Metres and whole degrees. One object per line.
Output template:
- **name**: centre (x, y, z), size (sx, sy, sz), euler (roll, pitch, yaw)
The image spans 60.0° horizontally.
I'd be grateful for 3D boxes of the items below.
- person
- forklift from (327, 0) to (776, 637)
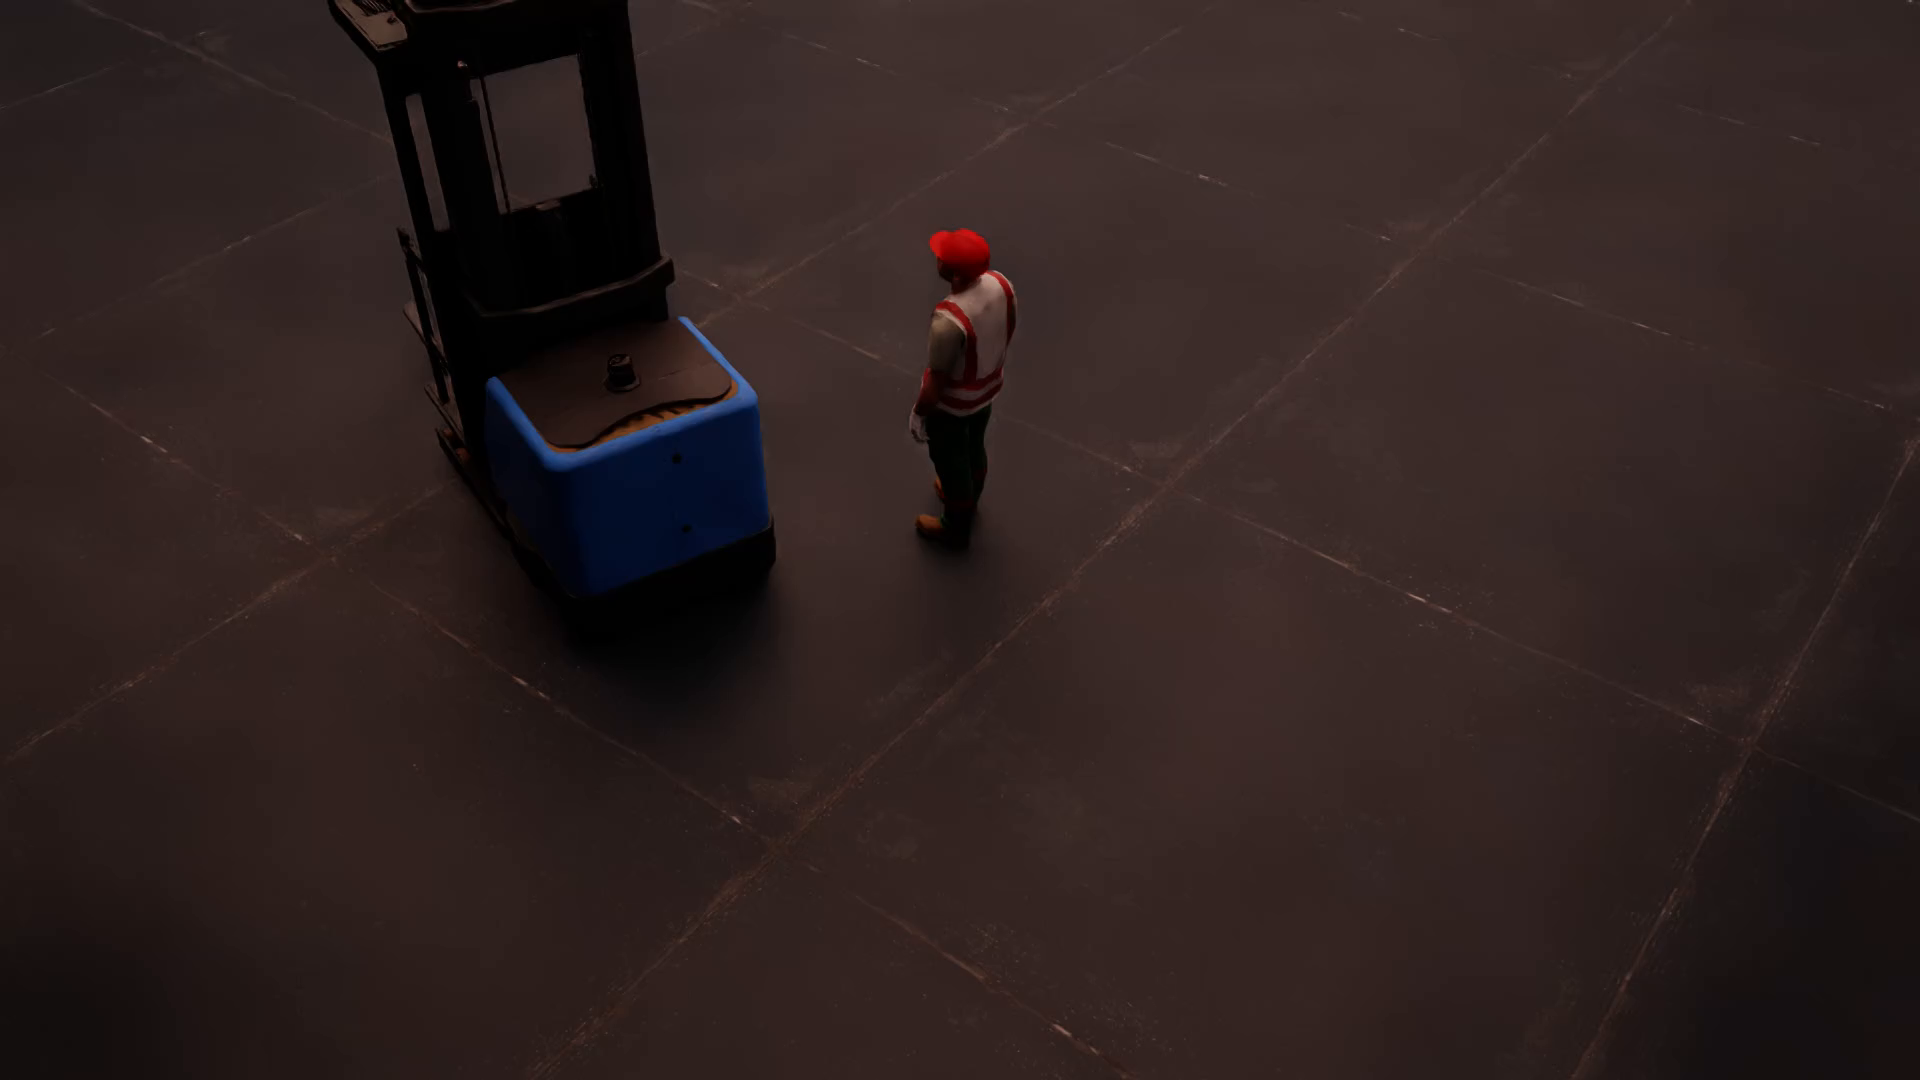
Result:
- **person**: centre (-0.057, -0.724, 7.792), size (0.563, 1.787, 0.637), euler (26, 47, 28)
- **forklift**: centre (-2.114, -1.595, 7.944), size (1.130, 2.935, 3.031), euler (-23, 45, -24)
